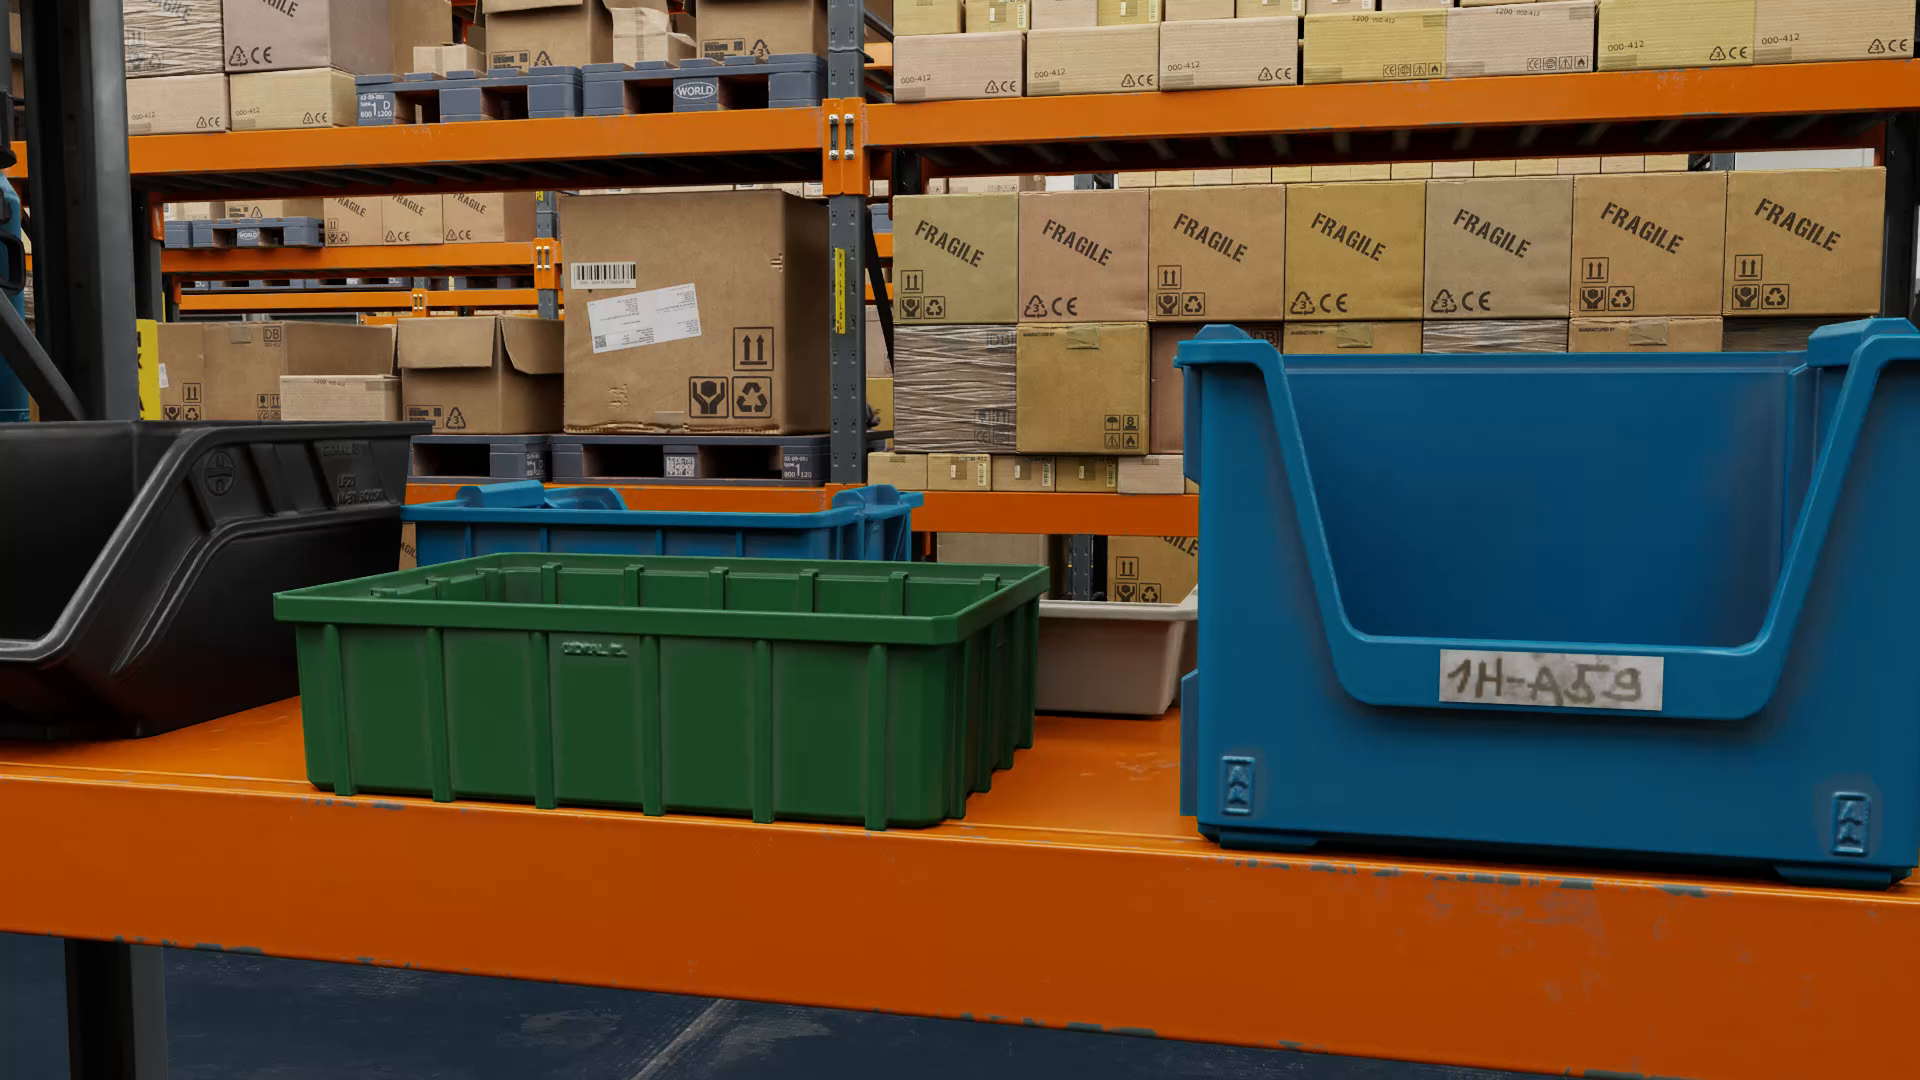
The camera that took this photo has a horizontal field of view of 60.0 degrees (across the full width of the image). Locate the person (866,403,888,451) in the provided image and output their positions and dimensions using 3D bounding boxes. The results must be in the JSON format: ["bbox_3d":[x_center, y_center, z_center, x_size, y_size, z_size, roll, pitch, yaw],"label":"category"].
[{"bbox_3d":[-0.572,-0.035,10.213,0.368,1.654,0.530,1,5,12],"label":"person"}]
